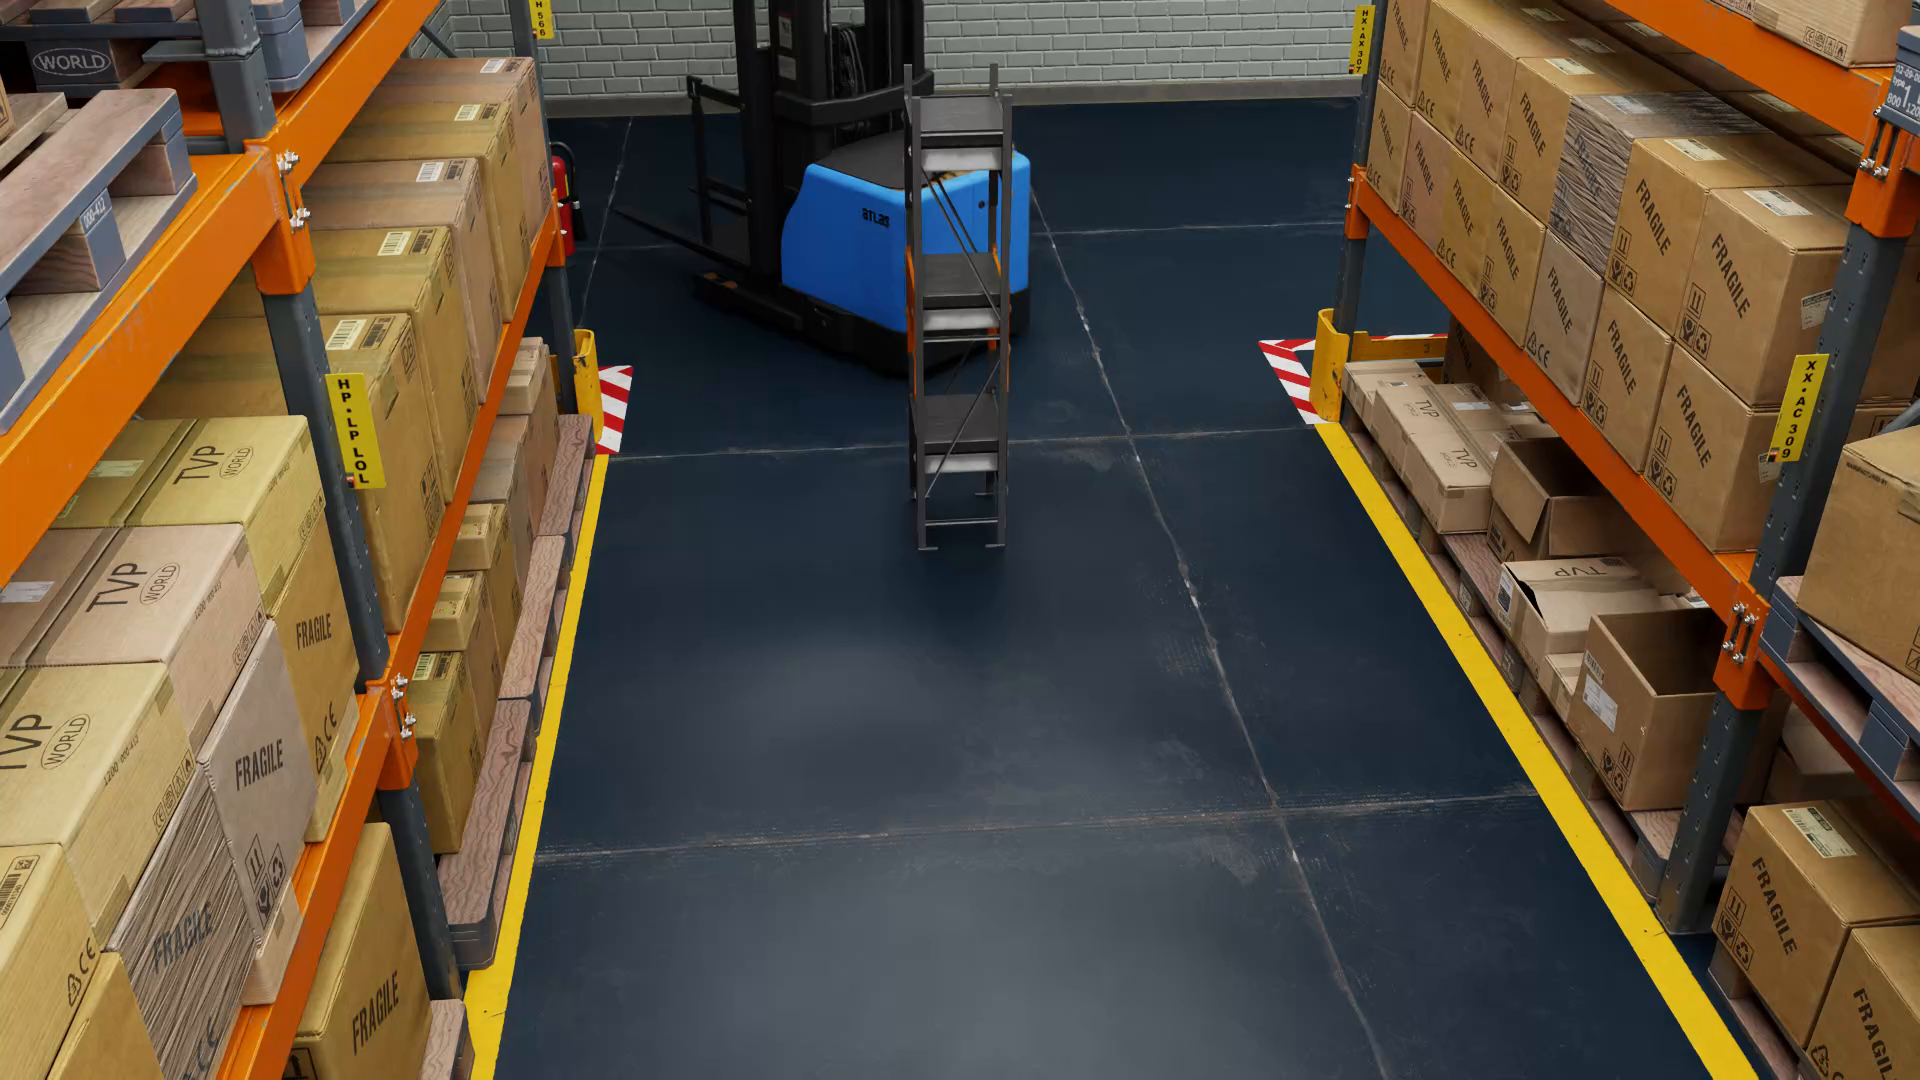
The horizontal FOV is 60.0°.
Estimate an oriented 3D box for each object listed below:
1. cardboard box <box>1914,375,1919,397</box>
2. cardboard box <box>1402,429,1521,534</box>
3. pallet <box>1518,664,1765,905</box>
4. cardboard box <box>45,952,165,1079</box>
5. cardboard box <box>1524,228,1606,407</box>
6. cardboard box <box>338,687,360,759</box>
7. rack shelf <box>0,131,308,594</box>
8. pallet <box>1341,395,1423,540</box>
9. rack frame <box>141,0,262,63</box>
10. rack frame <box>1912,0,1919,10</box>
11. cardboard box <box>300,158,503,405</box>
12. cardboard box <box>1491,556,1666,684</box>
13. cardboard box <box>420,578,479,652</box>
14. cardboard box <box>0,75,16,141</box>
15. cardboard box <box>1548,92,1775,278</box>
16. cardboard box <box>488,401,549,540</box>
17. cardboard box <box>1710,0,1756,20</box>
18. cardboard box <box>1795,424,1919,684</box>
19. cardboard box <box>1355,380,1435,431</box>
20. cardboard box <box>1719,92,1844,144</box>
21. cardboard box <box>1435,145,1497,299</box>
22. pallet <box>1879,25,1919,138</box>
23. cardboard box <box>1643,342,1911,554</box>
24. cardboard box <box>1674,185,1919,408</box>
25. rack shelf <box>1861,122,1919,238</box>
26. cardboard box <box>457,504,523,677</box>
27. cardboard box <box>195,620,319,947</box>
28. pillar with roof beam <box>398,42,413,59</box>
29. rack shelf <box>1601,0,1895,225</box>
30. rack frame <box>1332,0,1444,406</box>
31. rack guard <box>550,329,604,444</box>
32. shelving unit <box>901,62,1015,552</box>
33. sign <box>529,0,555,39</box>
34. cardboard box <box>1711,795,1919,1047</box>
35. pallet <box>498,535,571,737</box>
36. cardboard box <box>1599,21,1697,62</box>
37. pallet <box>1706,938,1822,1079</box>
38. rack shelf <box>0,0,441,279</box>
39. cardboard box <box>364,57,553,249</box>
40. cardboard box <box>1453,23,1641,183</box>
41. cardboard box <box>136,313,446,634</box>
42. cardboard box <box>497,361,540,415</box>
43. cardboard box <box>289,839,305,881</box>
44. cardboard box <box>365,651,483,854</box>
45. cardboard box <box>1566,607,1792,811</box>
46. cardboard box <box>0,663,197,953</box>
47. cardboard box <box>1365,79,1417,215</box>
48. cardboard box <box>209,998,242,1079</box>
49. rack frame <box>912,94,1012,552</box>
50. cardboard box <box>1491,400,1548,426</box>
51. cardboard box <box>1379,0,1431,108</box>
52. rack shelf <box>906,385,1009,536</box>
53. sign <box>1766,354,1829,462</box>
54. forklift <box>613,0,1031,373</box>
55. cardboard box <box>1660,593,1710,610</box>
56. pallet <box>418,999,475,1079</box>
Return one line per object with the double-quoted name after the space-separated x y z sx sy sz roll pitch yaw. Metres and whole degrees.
3.088 -0.746 5.001 0.500 0.500 0.500 -2 31 -3 "cardboard box"
2.340 -0.269 7.527 0.500 0.250 0.500 -3 31 -5 "cardboard box"
2.789 0.827 6.160 1.003 0.211 1.213 -3 31 -5 "pallet"
-1.638 1.036 2.684 0.500 0.500 0.500 -2 31 -3 "cardboard box"
2.450 -0.831 6.118 0.500 0.500 0.500 -2 31 -3 "cardboard box"
-1.766 0.478 4.250 0.380 0.149 0.250 -2 31 -4 "cardboard box"
-1.893 0.262 2.163 1.077 0.370 4.000 -3 31 -5 "rack shelf"
2.561 -0.419 8.246 1.003 0.211 1.213 -3 31 -5 "pallet"
-2.080 -2.356 2.919 1.000 3.000 0.127 -3 31 -5 "rack frame"
2.852 -2.595 3.319 1.000 3.000 0.127 -3 31 -5 "rack frame"
-2.255 -0.931 6.091 0.980 0.700 0.700 -4 31 -7 "cardboard box"
2.446 0.286 6.540 0.500 0.311 0.500 -3 31 -5 "cardboard box"
-1.898 0.264 5.779 0.380 0.149 0.250 -2 31 -3 "cardboard box"
-2.107 -0.845 2.789 0.700 0.500 0.500 -4 31 -7 "cardboard box"
2.449 -1.256 5.856 0.500 0.500 0.500 -3 31 -4 "cardboard box"
-2.242 -0.322 7.392 0.700 0.500 0.500 -3 31 -5 "cardboard box"
2.506 -1.734 4.950 0.500 0.250 0.500 -3 31 -5 "cardboard box"
2.673 0.010 4.302 0.700 0.500 0.500 -13 33 -21 "cardboard box"
2.199 -0.676 8.291 0.380 0.166 0.250 -3 31 -5 "cardboard box"
2.992 -1.272 5.881 0.500 0.500 0.500 -4 31 -6 "cardboard box"
2.355 -1.346 6.981 0.500 0.500 0.500 -3 31 -5 "cardboard box"
2.843 -0.890 3.574 1.213 0.211 1.003 -3 31 -5 "pallet"
2.550 -0.306 5.239 0.500 0.500 0.500 -2 31 -4 "cardboard box"
2.547 -0.738 4.987 0.500 0.500 0.500 -3 31 -4 "cardboard box"
3.039 0.023 2.564 1.077 0.370 4.000 -3 31 -5 "rack shelf"
-2.137 0.207 6.507 0.700 0.500 0.500 -2 31 -3 "cardboard box"
-1.728 0.524 3.541 0.500 0.500 0.500 -3 31 -4 "cardboard box"
0.719 -5.941 8.922 9.100 9.000 0.400 -3 31 -5 "pillar with roof beam"
2.665 -2.020 5.983 1.077 0.370 4.000 -3 31 -5 "rack shelf"
2.478 -2.062 8.277 1.000 3.000 0.127 -3 31 -5 "rack frame"
-2.456 -0.762 8.538 1.175 0.500 0.348 -3 31 -5 "rack guard"
-0.015 -0.986 7.353 0.431 2.100 0.503 -3 31 -5 "shelving unit"
-1.912 -2.440 7.550 0.100 0.325 0.005 -3 31 -5 "sign"
2.655 1.123 4.953 0.500 0.500 0.500 -4 31 -7 "cardboard box"
-2.190 0.400 6.874 1.003 0.211 1.213 -3 31 -5 "pallet"
2.895 -1.798 6.762 0.500 0.500 0.500 -2 31 -3 "cardboard box"
2.966 1.591 4.881 1.003 0.211 1.213 -3 31 -5 "pallet"
-2.267 -1.780 5.582 1.077 0.370 4.000 -3 31 -5 "rack shelf"
-2.396 -1.692 7.364 0.980 0.700 0.700 -1 31 -2 "cardboard box"
2.355 -1.773 6.720 0.500 0.500 0.500 -2 31 -4 "cardboard box"
-2.114 -0.187 4.845 0.980 0.700 0.700 -2 31 -4 "cardboard box"
-2.070 -0.668 7.339 0.380 0.149 0.250 -2 31 -3 "cardboard box"
-1.740 0.740 3.812 0.380 0.149 0.250 -2 31 -3 "cardboard box"
-2.048 0.726 5.638 0.700 0.500 0.500 -2 31 -4 "cardboard box"
2.516 0.587 5.850 0.500 0.500 0.500 -3 31 -5 "cardboard box"
-1.696 0.467 2.905 0.500 0.250 0.500 -2 31 -4 "cardboard box"
2.257 -1.866 7.851 0.500 0.500 0.500 -2 31 -4 "cardboard box"
-1.700 1.000 3.376 0.380 0.149 0.250 -3 31 -5 "cardboard box"
0.007 -0.861 7.144 0.400 2.100 0.015 -3 31 -5 "rack frame"
2.722 -0.557 8.092 0.380 0.166 0.250 -3 31 -5 "cardboard box"
2.257 -2.295 7.594 0.500 0.500 0.500 -2 31 -3 "cardboard box"
-0.015 -0.373 7.719 0.431 0.518 0.480 -3 31 -5 "rack shelf"
2.312 -0.361 4.586 0.100 0.325 0.005 -3 31 -5 "sign"
-0.988 -2.829 9.628 1.130 2.935 3.031 -27 40 -37 "forklift"
2.937 0.342 6.586 0.380 0.166 0.250 -3 31 -5 "cardboard box"
-1.933 1.807 4.519 1.003 0.211 1.213 -3 31 -5 "pallet"
